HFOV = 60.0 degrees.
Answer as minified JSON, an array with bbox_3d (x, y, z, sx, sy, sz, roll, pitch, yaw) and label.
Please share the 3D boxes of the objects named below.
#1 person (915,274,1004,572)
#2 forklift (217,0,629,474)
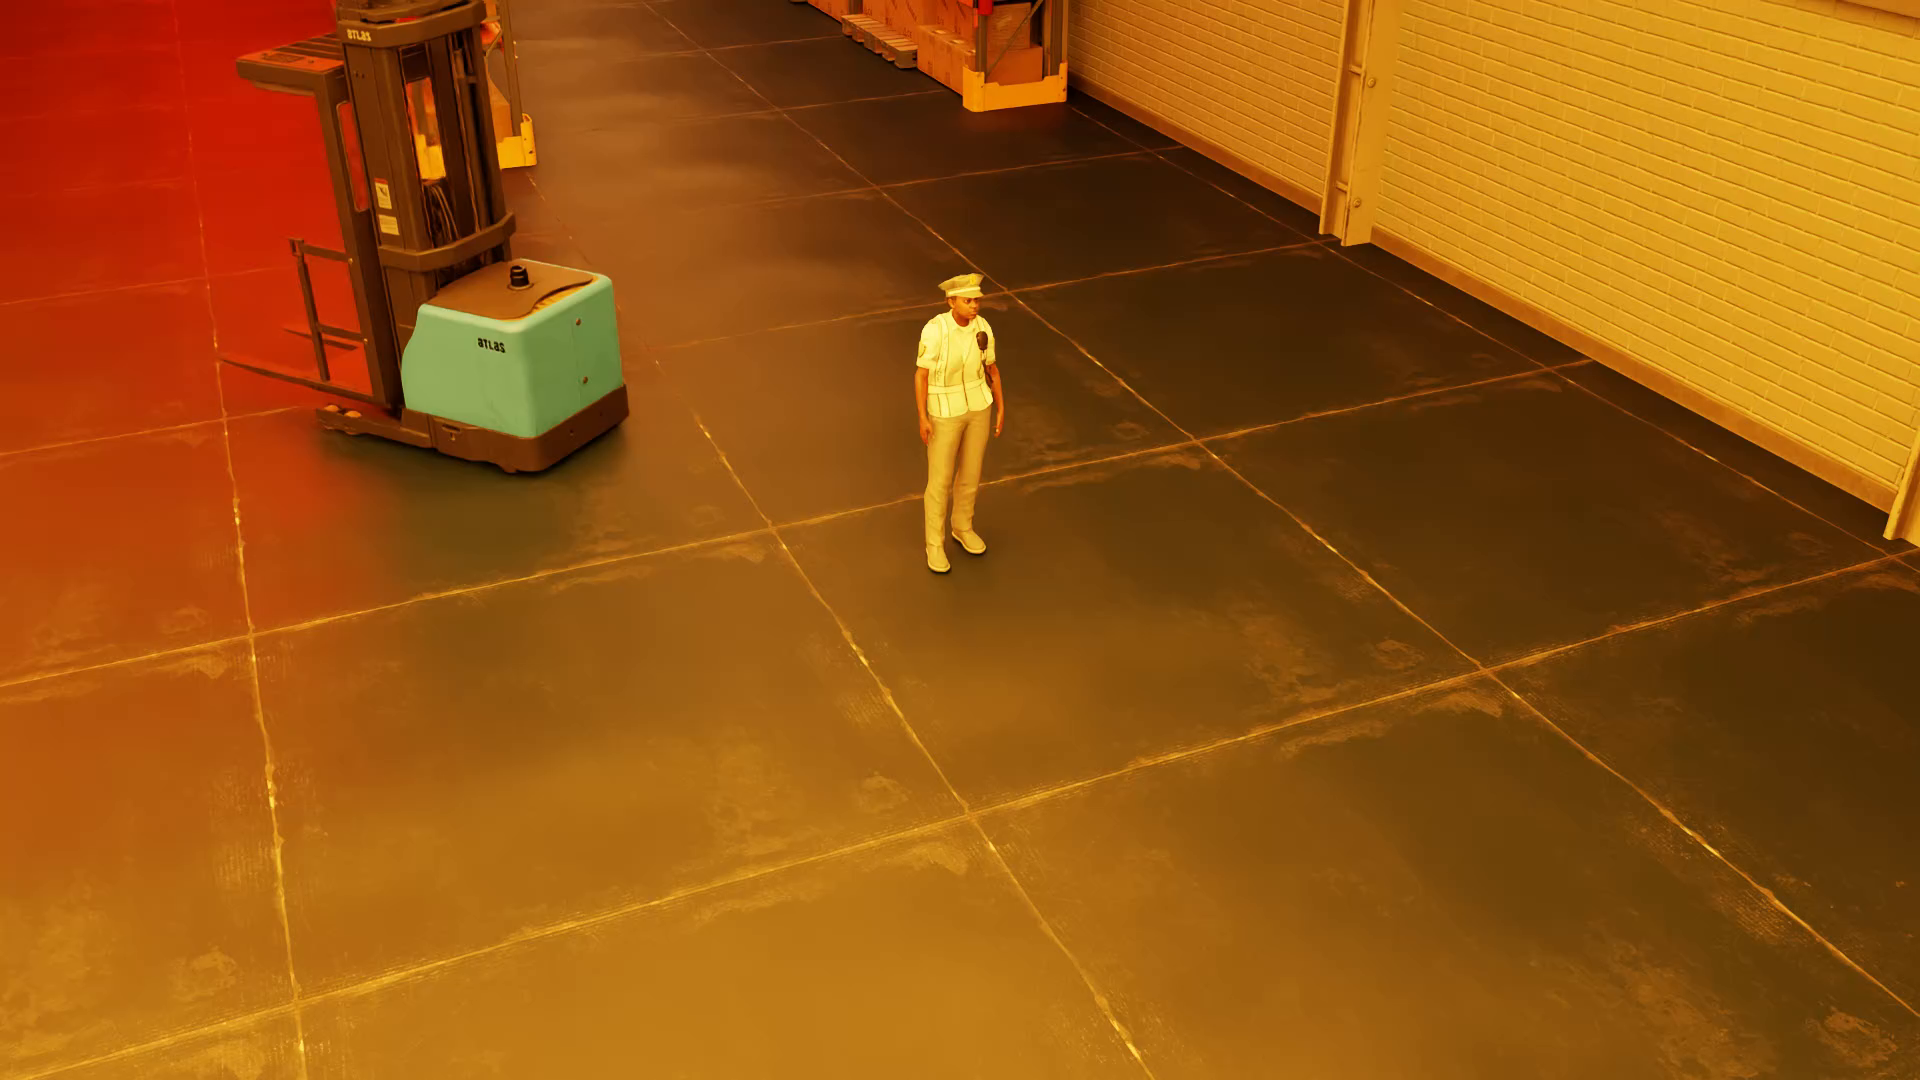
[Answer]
[{"bbox_3d":[0.002,-0.702,9.578,0.548,1.695,0.530,-12,32,-20],"label":"person"},{"bbox_3d":[-3.827,-2.200,10.968,3.031,2.935,1.130,14,33,23],"label":"forklift"}]
